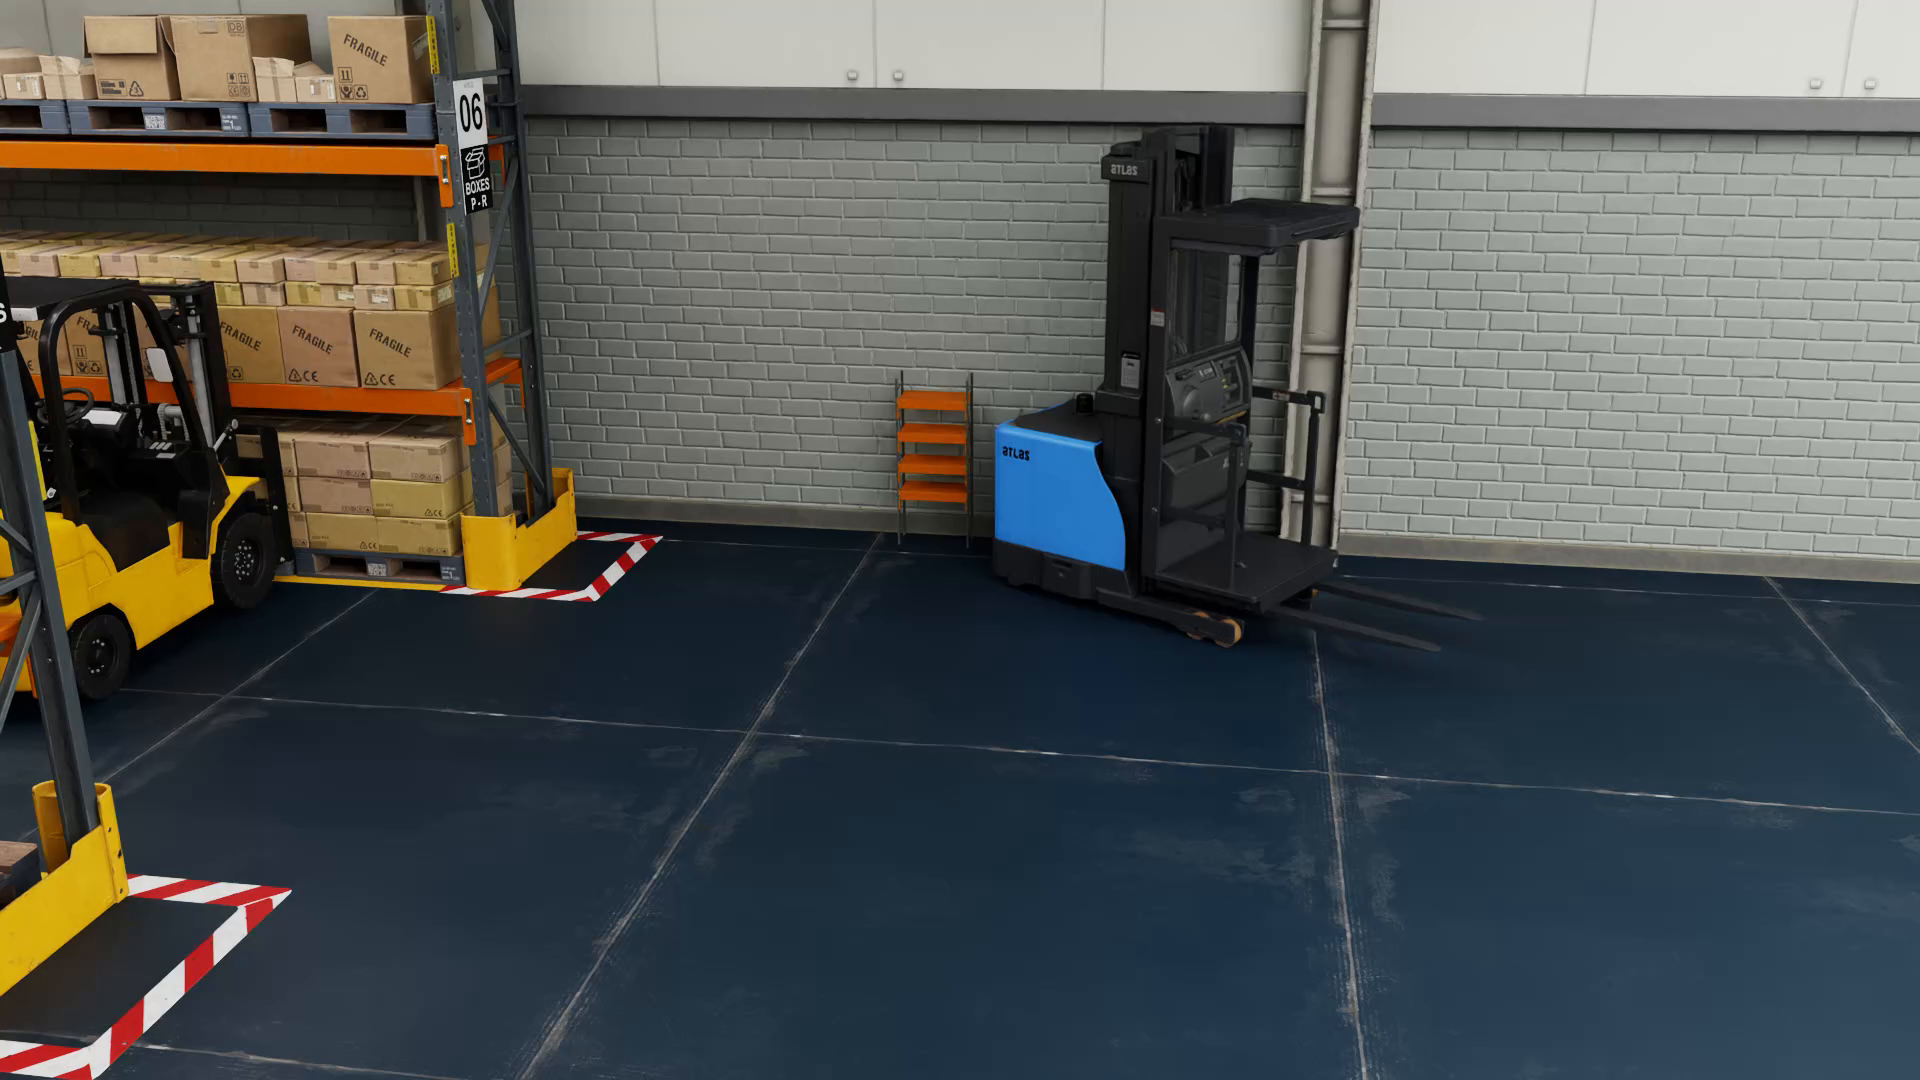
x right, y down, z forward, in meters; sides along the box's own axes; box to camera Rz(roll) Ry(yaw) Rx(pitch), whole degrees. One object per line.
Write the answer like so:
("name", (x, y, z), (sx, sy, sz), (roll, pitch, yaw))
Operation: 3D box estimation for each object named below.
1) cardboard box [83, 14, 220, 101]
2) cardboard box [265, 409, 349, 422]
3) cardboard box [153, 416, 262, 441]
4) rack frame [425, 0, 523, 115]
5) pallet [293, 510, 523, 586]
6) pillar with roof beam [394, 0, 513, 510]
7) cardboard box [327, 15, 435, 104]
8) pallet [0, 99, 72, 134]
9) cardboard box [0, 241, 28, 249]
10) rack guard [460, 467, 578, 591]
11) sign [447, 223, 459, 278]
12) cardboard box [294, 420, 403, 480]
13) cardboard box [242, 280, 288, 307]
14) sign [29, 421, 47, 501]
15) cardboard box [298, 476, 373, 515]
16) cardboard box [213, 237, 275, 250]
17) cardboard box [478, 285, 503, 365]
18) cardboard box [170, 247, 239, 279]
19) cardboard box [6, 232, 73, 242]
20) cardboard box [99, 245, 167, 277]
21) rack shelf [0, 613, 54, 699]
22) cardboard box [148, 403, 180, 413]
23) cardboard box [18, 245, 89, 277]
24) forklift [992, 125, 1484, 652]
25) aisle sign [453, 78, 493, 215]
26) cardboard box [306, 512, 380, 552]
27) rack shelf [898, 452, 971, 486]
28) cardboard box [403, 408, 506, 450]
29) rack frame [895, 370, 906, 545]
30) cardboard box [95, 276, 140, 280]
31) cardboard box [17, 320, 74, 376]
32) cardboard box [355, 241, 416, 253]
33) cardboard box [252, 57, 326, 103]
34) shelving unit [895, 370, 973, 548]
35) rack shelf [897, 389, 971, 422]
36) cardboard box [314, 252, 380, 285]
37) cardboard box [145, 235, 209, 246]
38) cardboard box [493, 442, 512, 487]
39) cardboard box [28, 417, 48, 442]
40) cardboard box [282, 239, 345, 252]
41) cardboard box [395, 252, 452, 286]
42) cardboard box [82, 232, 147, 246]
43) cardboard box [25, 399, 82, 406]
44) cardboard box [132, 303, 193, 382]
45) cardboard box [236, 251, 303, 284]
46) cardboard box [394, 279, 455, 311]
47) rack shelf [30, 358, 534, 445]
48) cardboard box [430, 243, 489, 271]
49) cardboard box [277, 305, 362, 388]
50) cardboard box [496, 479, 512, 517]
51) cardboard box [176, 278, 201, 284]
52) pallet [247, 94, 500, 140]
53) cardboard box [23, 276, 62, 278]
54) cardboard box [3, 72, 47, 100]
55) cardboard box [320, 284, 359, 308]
("cardboard box", (-5.044, -3.067, 10.534), (0.637, 0.503, 0.797), (4, 19, 10))
("cardboard box", (-4.432, -0.784, 11.516), (0.500, 0.250, 0.500), (3, 19, 8))
("cardboard box", (-5.009, -0.648, 11.108), (0.500, 0.250, 0.500), (3, 19, 8))
("rack frame", (-3.001, -4.124, 9.947), (0.127, 3.000, 1.000), (3, 19, 9))
("pallet", (-3.763, 0.018, 11.417), (1.213, 0.211, 1.003), (3, 19, 9))
("pillar with roof beam", (-4.228, -3.093, 6.864), (0.400, 9.000, 9.100), (3, 19, 9))
("cardboard box", (-3.477, -2.941, 10.163), (0.500, 0.500, 0.500), (4, 19, 10))
("pallet", (-6.104, -2.826, 10.934), (1.213, 0.211, 1.003), (3, 19, 9))
("cardboard box", (-6.407, -1.888, 11.070), (0.250, 0.149, 0.380), (3, 19, 9))
("rack guard", (-2.977, -0.092, 11.292), (0.348, 0.500, 1.175), (3, 19, 9))
("sign", (-3.101, -1.771, 10.171), (0.005, 0.325, 0.100), (3, 19, 9))
("cardboard box", (-4.010, -0.598, 10.958), (0.500, 0.250, 0.500), (3, 19, 10))
("cardboard box", (-4.405, -1.614, 10.720), (0.250, 0.149, 0.380), (2, 19, 7))
("sign", (-3.699, -0.304, 6.621), (0.005, 0.325, 0.100), (3, 19, 9))
("cardboard box", (-4.025, -0.367, 11.055), (0.500, 0.250, 0.500), (3, 19, 8))
("cardboard box", (-4.821, -1.946, 11.242), (0.250, 0.149, 0.380), (3, 19, 9))
("cardboard box", (-3.446, -1.438, 11.217), (0.500, 0.500, 0.500), (4, 19, 10))
("cardboard box", (-4.904, -1.803, 10.814), (0.250, 0.149, 0.380), (3, 19, 9))
("cardboard box", (-6.346, -2.029, 11.493), (0.250, 0.149, 0.380), (2, 19, 7))
("cardboard box", (-5.398, -1.827, 10.889), (0.250, 0.149, 0.380), (3, 19, 8))
("rack shelf", (-5.759, 0.517, 6.665), (4.000, 0.370, 1.077), (3, 19, 9))
("cardboard box", (-5.434, -0.835, 11.667), (0.500, 0.250, 0.500), (3, 19, 9))
("cardboard box", (-5.919, -1.827, 10.889), (0.250, 0.149, 0.380), (3, 19, 10))
("forklift", (1.680, -0.942, 9.999), (3.031, 2.935, 1.130), (14, 23, 36))
("aisle sign", (-2.983, -2.417, 10.201), (0.004, 0.787, 0.394), (3, 19, 9))
("cardboard box", (-4.005, -0.127, 11.127), (0.500, 0.250, 0.500), (3, 19, 9))
("rack shelf", (-0.173, -0.497, 11.596), (0.480, 0.148, 0.258), (3, 20, 8))
("cardboard box", (-3.446, -0.732, 11.359), (0.500, 0.250, 0.500), (3, 19, 8))
("rack frame", (-0.415, -0.571, 11.608), (0.015, 1.200, 0.240), (3, 20, 8))
("cardboard box", (-5.418, -1.664, 10.868), (0.250, 0.149, 0.380), (2, 19, 7))
("cardboard box", (-6.037, -1.403, 11.110), (0.500, 0.500, 0.500), (3, 19, 10))
("cardboard box", (-3.815, -1.892, 11.080), (0.250, 0.149, 0.380), (3, 19, 10))
("cardboard box", (-4.118, -2.844, 10.240), (0.258, 0.266, 0.396), (3, 19, 9))
("shelving unit", (-0.173, -0.560, 11.573), (0.503, 1.200, 0.258), (3, 20, 8))
("rack shelf", (-0.175, -0.929, 11.437), (0.480, 0.148, 0.258), (3, 20, 8))
("cardboard box", (-3.899, -1.735, 10.611), (0.250, 0.149, 0.380), (3, 19, 10))
("cardboard box", (-5.328, -1.980, 11.346), (0.250, 0.149, 0.380), (3, 19, 8))
("cardboard box", (-3.432, -0.500, 11.454), (0.500, 0.250, 0.500), (3, 19, 10))
("cardboard box", (-6.019, -0.698, 11.258), (0.500, 0.250, 0.500), (3, 19, 9))
("cardboard box", (-4.321, -1.914, 11.148), (0.250, 0.149, 0.380), (4, 19, 10))
("cardboard box", (-3.388, -1.727, 10.589), (0.250, 0.149, 0.380), (3, 19, 9))
("cardboard box", (-5.826, -2.027, 11.486), (0.250, 0.149, 0.380), (3, 19, 8))
("cardboard box", (-6.434, -0.886, 11.818), (0.500, 0.250, 0.500), (3, 19, 10))
("cardboard box", (-5.044, -1.346, 10.940), (0.500, 0.500, 0.500), (3, 19, 9))
("cardboard box", (-4.408, -1.749, 10.653), (0.250, 0.149, 0.380), (3, 19, 10))
("cardboard box", (-3.388, -1.564, 10.569), (0.250, 0.149, 0.380), (3, 19, 9))
("rack shelf", (-4.976, -1.039, 11.313), (4.000, 0.370, 1.077), (3, 19, 9))
("cardboard box", (-3.299, -1.859, 10.983), (0.250, 0.149, 0.380), (3, 19, 8))
("cardboard box", (-4.039, -1.298, 10.798), (0.500, 0.500, 0.500), (4, 19, 10))
("cardboard box", (-3.455, -0.260, 11.525), (0.500, 0.250, 0.500), (3, 19, 9))
("cardboard box", (-4.891, -1.661, 10.862), (0.250, 0.149, 0.380), (3, 19, 8))
("pallet", (-3.695, -2.703, 10.567), (1.213, 0.211, 1.003), (3, 19, 9))
("cardboard box", (-5.928, -1.684, 10.930), (0.250, 0.149, 0.380), (3, 19, 10))
("cardboard box", (-5.797, -2.874, 10.514), (0.250, 0.149, 0.380), (3, 19, 10))
("cardboard box", (-3.891, -1.600, 10.677), (0.250, 0.149, 0.380), (3, 19, 10))
